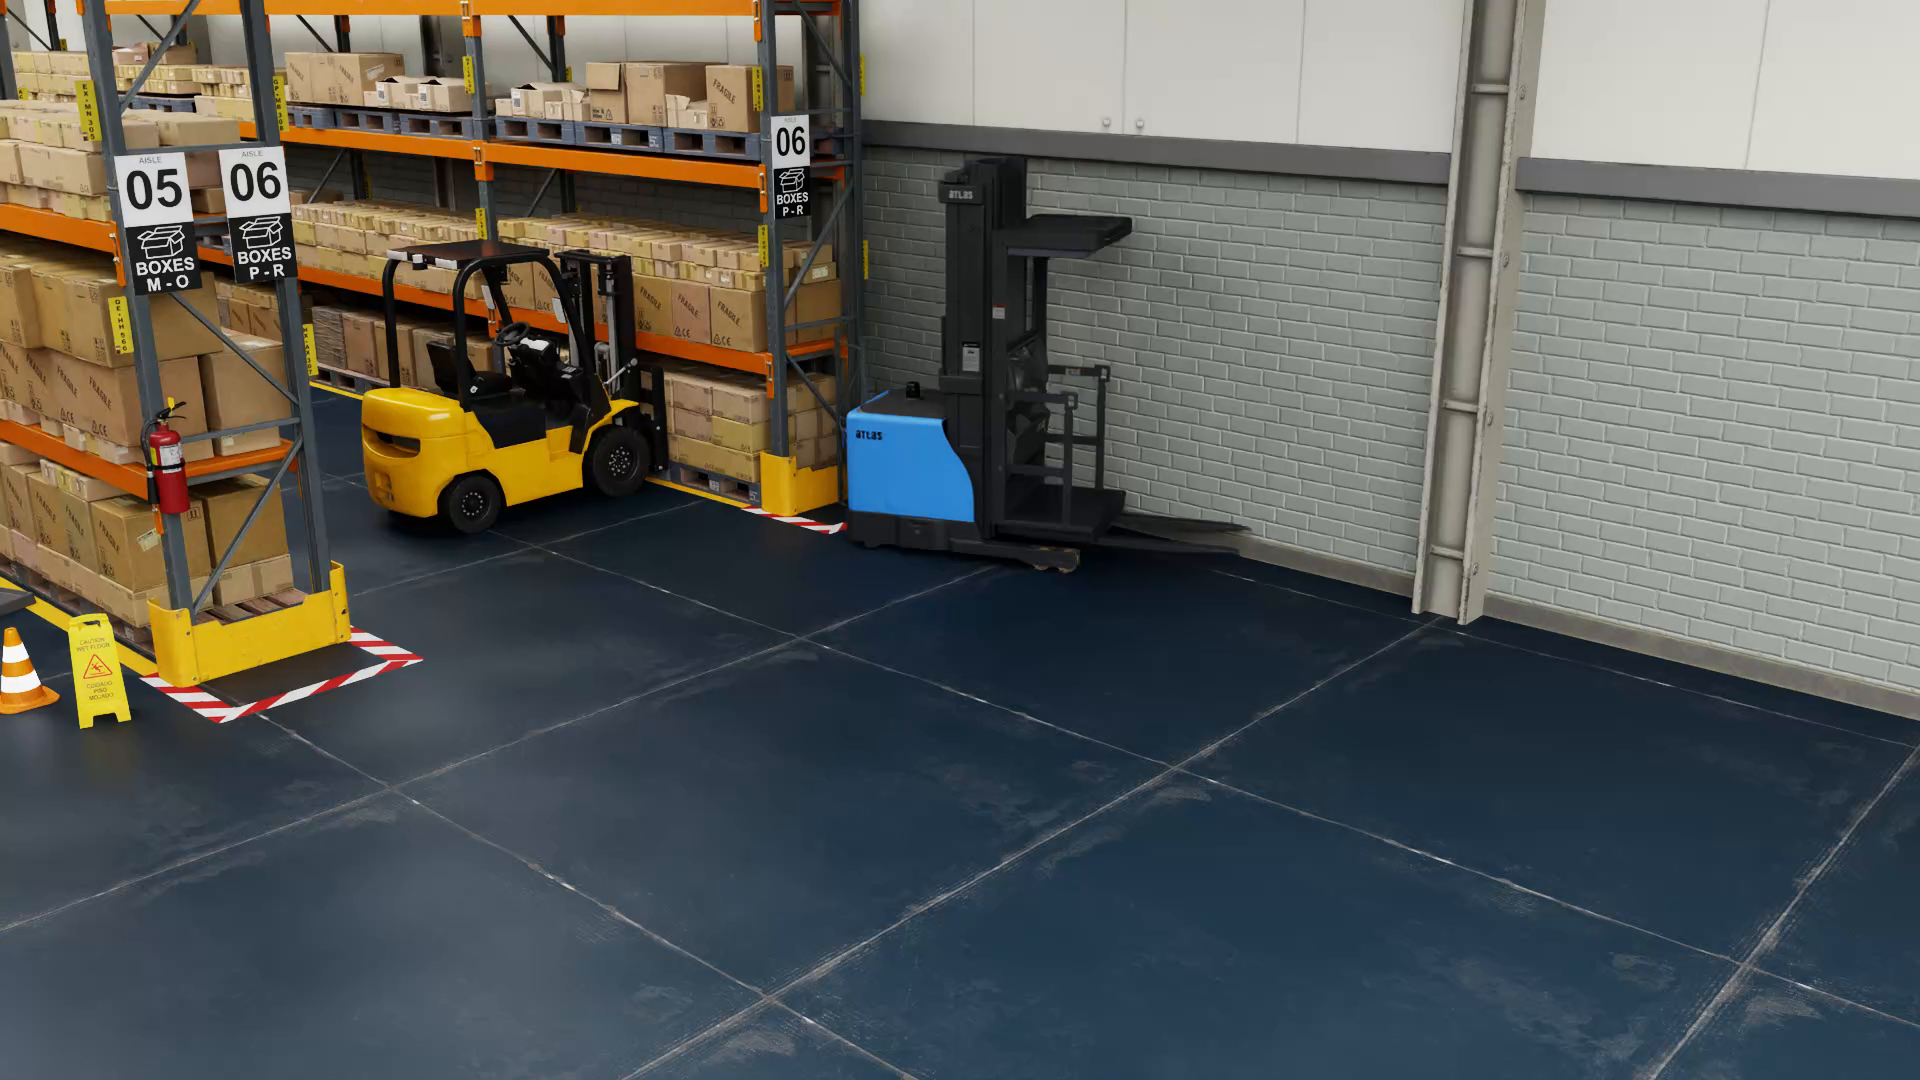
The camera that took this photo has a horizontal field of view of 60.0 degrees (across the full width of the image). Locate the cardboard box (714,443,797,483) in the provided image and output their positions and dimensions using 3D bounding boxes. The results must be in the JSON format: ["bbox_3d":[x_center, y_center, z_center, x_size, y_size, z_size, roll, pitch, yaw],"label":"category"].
[{"bbox_3d":[-1.747,-0.699,14.207,0.500,0.250,0.500,15,23,40],"label":"cardboard box"}]

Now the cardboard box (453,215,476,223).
[{"bbox_3d":[-5.024,-3.284,17.264,0.250,0.149,0.380,15,23,39],"label":"cardboard box"}]

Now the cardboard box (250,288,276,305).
[{"bbox_3d":[-8.099,-2.863,19.541,0.250,0.149,0.380,14,22,37],"label":"cardboard box"}]

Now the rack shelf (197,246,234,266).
[{"bbox_3d":[-8.665,-3.452,20.218,4.000,0.370,1.077,15,23,39],"label":"rack shelf"}]

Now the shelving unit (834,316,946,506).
[{"bbox_3d":[-0.457,-1.046,13.928,1.048,1.500,0.538,-10,20,-29],"label":"shelving unit"}]

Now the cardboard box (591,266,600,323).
[{"bbox_3d":[-3.239,-2.287,15.194,0.500,0.500,0.500,15,23,39],"label":"cardboard box"}]

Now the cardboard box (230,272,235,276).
[{"bbox_3d":[-8.927,-3.294,20.898,0.250,0.149,0.380,16,24,41],"label":"cardboard box"}]

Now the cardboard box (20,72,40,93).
[{"bbox_3d":[-12.234,-6.145,22.314,0.500,0.250,0.500,14,22,38],"label":"cardboard box"}]

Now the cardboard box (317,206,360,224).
[{"bbox_3d":[-6.717,-3.520,18.007,0.250,0.149,0.380,16,24,41],"label":"cardboard box"}]

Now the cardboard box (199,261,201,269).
[{"bbox_3d":[-9.843,-3.482,21.000,0.250,0.149,0.380,14,22,37],"label":"cardboard box"}]

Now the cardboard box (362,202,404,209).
[{"bbox_3d":[-6.368,-3.637,18.376,0.250,0.149,0.380,15,23,39],"label":"cardboard box"}]

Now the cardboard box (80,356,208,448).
[{"bbox_3d":[-5.066,-0.899,10.329,0.500,0.500,0.500,15,23,38],"label":"cardboard box"}]

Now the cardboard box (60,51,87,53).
[{"bbox_3d":[-12.246,-6.607,22.942,0.500,0.250,0.500,14,22,38],"label":"cardboard box"}]

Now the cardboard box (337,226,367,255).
[{"bbox_3d":[-6.246,-3.206,17.675,0.500,0.250,0.500,14,23,38],"label":"cardboard box"}]

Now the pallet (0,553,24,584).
[{"bbox_3d":[-6.944,-0.010,12.795,1.213,0.211,1.003,15,23,39],"label":"pallet"}]

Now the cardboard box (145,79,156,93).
[{"bbox_3d":[-9.436,-5.399,19.763,0.250,0.149,0.380,15,23,39],"label":"cardboard box"}]

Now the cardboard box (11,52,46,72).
[{"bbox_3d":[-12.620,-6.485,22.559,0.500,0.250,0.500,15,23,39],"label":"cardboard box"}]

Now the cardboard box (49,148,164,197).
[{"bbox_3d":[-5.039,-2.205,9.898,0.500,0.250,0.500,15,23,39],"label":"cardboard box"}]

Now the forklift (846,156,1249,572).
[{"bbox_3d":[0.693,-1.336,12.477,3.031,2.935,1.130,6,19,18],"label":"forklift"}]

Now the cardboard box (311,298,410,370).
[{"bbox_3d":[-6.712,-2.333,18.736,0.625,0.625,0.875,16,24,41],"label":"cardboard box"}]

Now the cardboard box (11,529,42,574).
[{"bbox_3d":[-6.402,0.034,11.896,0.500,0.250,0.500,15,23,39],"label":"cardboard box"}]

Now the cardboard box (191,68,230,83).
[{"bbox_3d":[-8.593,-5.346,19.135,0.250,0.149,0.380,15,23,39],"label":"cardboard box"}]

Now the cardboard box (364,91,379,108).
[{"bbox_3d":[-5.778,-4.455,16.786,0.250,0.149,0.380,15,23,39],"label":"cardboard box"}]

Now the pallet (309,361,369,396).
[{"bbox_3d":[-6.579,-1.890,18.717,1.213,0.211,1.003,15,23,39],"label":"pallet"}]

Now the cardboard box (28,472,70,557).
[{"bbox_3d":[-6.015,-0.219,11.454,0.500,0.500,0.500,14,23,38],"label":"cardboard box"}]

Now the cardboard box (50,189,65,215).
[{"bbox_3d":[-5.314,-2.085,10.179,0.250,0.149,0.380,16,24,41],"label":"cardboard box"}]

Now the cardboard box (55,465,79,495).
[{"bbox_3d":[-5.755,-0.431,11.049,0.250,0.149,0.380,16,23,40],"label":"cardboard box"}]

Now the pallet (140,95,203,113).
[{"bbox_3d":[-8.942,-5.182,19.833,1.003,0.211,1.213,15,23,39],"label":"pallet"}]

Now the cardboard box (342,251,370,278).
[{"bbox_3d":[-6.237,-2.973,17.769,0.500,0.250,0.500,14,22,38],"label":"cardboard box"}]

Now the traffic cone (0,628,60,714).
[{"bbox_3d":[-5.655,0.752,9.978,0.334,0.463,0.336,15,23,39],"label":"traffic cone"}]

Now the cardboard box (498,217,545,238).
[{"bbox_3d":[-4.136,-2.957,15.742,0.250,0.149,0.380,16,23,40],"label":"cardboard box"}]

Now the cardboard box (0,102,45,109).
[{"bbox_3d":[-6.707,-3.035,11.853,0.250,0.149,0.380,16,23,41],"label":"cardboard box"}]

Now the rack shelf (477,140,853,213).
[{"bbox_3d":[-2.682,-3.275,14.703,4.000,0.370,1.077,15,23,39],"label":"rack shelf"}]

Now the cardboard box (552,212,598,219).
[{"bbox_3d":[-3.738,-3.093,16.169,0.250,0.149,0.380,15,23,39],"label":"cardboard box"}]

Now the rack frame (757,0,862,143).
[{"bbox_3d":[-1.186,-4.646,12.875,0.127,3.000,1.000,15,23,39],"label":"rack frame"}]

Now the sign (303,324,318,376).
[{"bbox_3d":[-4.118,-1.198,10.498,0.005,0.325,0.100,15,23,39],"label":"sign"}]

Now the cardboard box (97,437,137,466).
[{"bbox_3d":[-5.162,-0.596,10.445,0.250,0.149,0.380,15,23,39],"label":"cardboard box"}]

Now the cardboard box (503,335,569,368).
[{"bbox_3d":[-4.024,-1.788,15.985,0.500,0.250,0.500,15,23,38],"label":"cardboard box"}]

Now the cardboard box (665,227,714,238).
[{"bbox_3d":[-2.433,-2.718,14.988,0.250,0.149,0.380,15,23,40],"label":"cardboard box"}]

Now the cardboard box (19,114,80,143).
[{"bbox_3d":[-5.631,-2.575,10.405,0.250,0.149,0.380,15,23,39],"label":"cardboard box"}]

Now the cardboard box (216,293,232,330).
[{"bbox_3d":[-8.790,-2.745,20.242,0.500,0.500,0.500,14,22,37],"label":"cardboard box"}]

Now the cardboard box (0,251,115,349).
[{"bbox_3d":[-5.828,-1.565,10.773,0.500,0.500,0.700,15,23,39],"label":"cardboard box"}]

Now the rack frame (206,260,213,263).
[{"bbox_3d":[-10.161,-4.196,21.375,0.127,3.000,1.000,15,23,39],"label":"rack frame"}]

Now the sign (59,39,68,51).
[{"bbox_3d":[-12.769,-6.973,23.701,0.005,0.325,0.100,15,23,39],"label":"sign"}]

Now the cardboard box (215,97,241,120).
[{"bbox_3d":[-8.091,-4.900,18.882,0.500,0.250,0.500,15,23,39],"label":"cardboard box"}]

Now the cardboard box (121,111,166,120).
[{"bbox_3d":[-5.340,-2.677,10.726,0.250,0.149,0.380,15,23,39],"label":"cardboard box"}]

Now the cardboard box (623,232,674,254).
[{"bbox_3d":[-2.745,-2.616,14.667,0.250,0.149,0.380,15,23,40],"label":"cardboard box"}]

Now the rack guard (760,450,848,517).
[{"bbox_3d":[-1.168,-0.591,14.146,0.348,0.500,1.175,15,23,39],"label":"rack guard"}]

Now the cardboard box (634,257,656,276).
[{"bbox_3d":[-2.607,-2.402,14.483,0.250,0.149,0.380,15,23,40],"label":"cardboard box"}]

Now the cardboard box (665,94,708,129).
[{"bbox_3d":[-2.197,-3.549,13.739,0.258,0.266,0.396,15,23,39],"label":"cardboard box"}]

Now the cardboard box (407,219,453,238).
[{"bbox_3d":[-5.373,-3.163,16.883,0.250,0.149,0.380,14,23,38],"label":"cardboard box"}]

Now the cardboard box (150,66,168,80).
[{"bbox_3d":[-9.380,-5.555,19.761,0.250,0.149,0.380,15,23,40],"label":"cardboard box"}]

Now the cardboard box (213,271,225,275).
[{"bbox_3d":[-9.397,-3.243,20.737,0.250,0.149,0.380,15,23,38],"label":"cardboard box"}]

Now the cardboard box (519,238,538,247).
[{"bbox_3d":[-3.919,-2.772,15.648,0.250,0.149,0.380,16,23,41],"label":"cardboard box"}]

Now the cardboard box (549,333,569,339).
[{"bbox_3d":[-3.681,-1.901,16.341,0.500,0.250,0.500,16,23,40],"label":"cardboard box"}]

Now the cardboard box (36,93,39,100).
[{"bbox_3d":[-12.130,-5.931,22.297,0.250,0.149,0.380,15,23,39],"label":"cardboard box"}]
